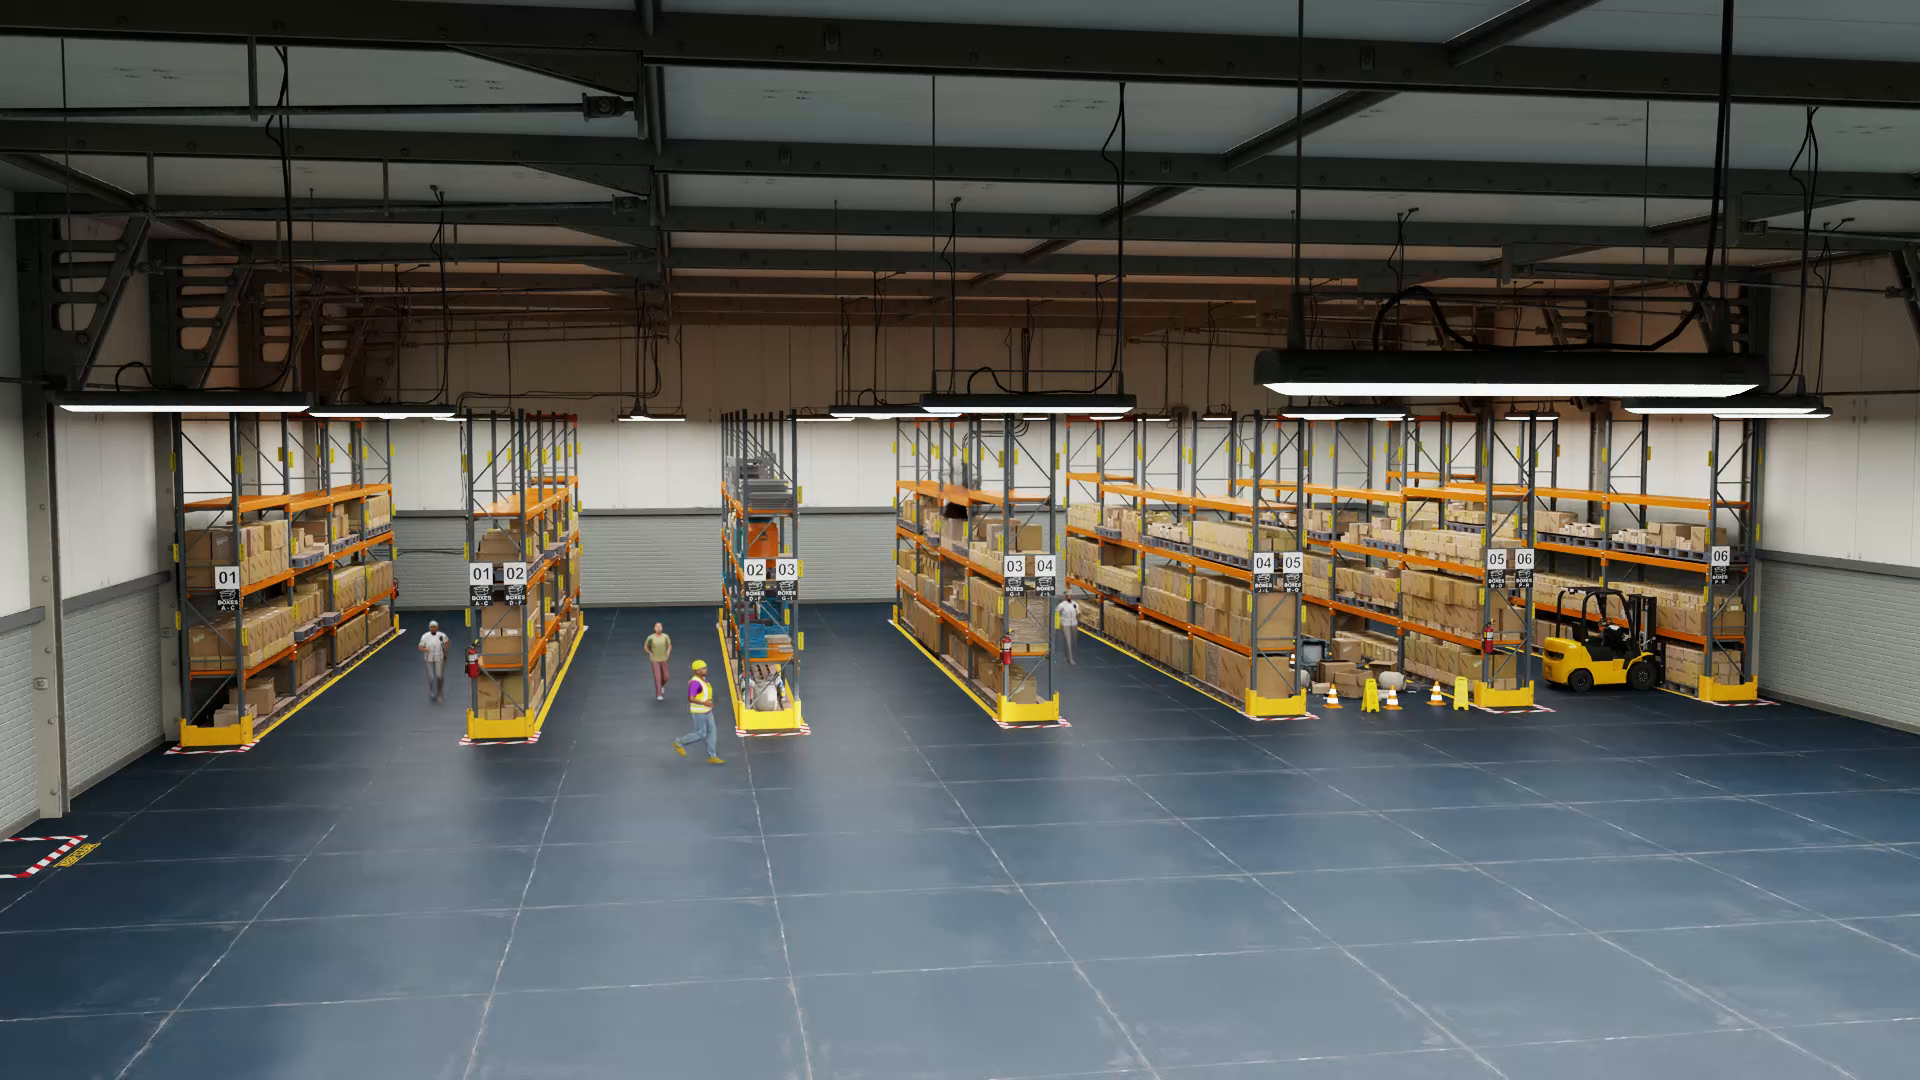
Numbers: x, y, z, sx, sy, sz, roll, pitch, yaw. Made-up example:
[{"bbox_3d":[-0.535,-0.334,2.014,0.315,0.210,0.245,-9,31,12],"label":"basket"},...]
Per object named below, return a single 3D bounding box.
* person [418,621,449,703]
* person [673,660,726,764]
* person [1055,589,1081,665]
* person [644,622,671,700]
[{"bbox_3d":[-10.852,2.522,34.301,0.592,1.718,0.725,-1,4,-13],"label":"person"},{"bbox_3d":[-4.392,2.896,28.023,0.894,1.757,0.702,1,4,10],"label":"person"},{"bbox_3d":[2.475,1.963,37.751,0.588,1.698,0.788,-1,4,-17],"label":"person"},{"bbox_3d":[-6.270,2.499,34.567,0.578,1.619,0.569,-1,4,-20],"label":"person"}]
